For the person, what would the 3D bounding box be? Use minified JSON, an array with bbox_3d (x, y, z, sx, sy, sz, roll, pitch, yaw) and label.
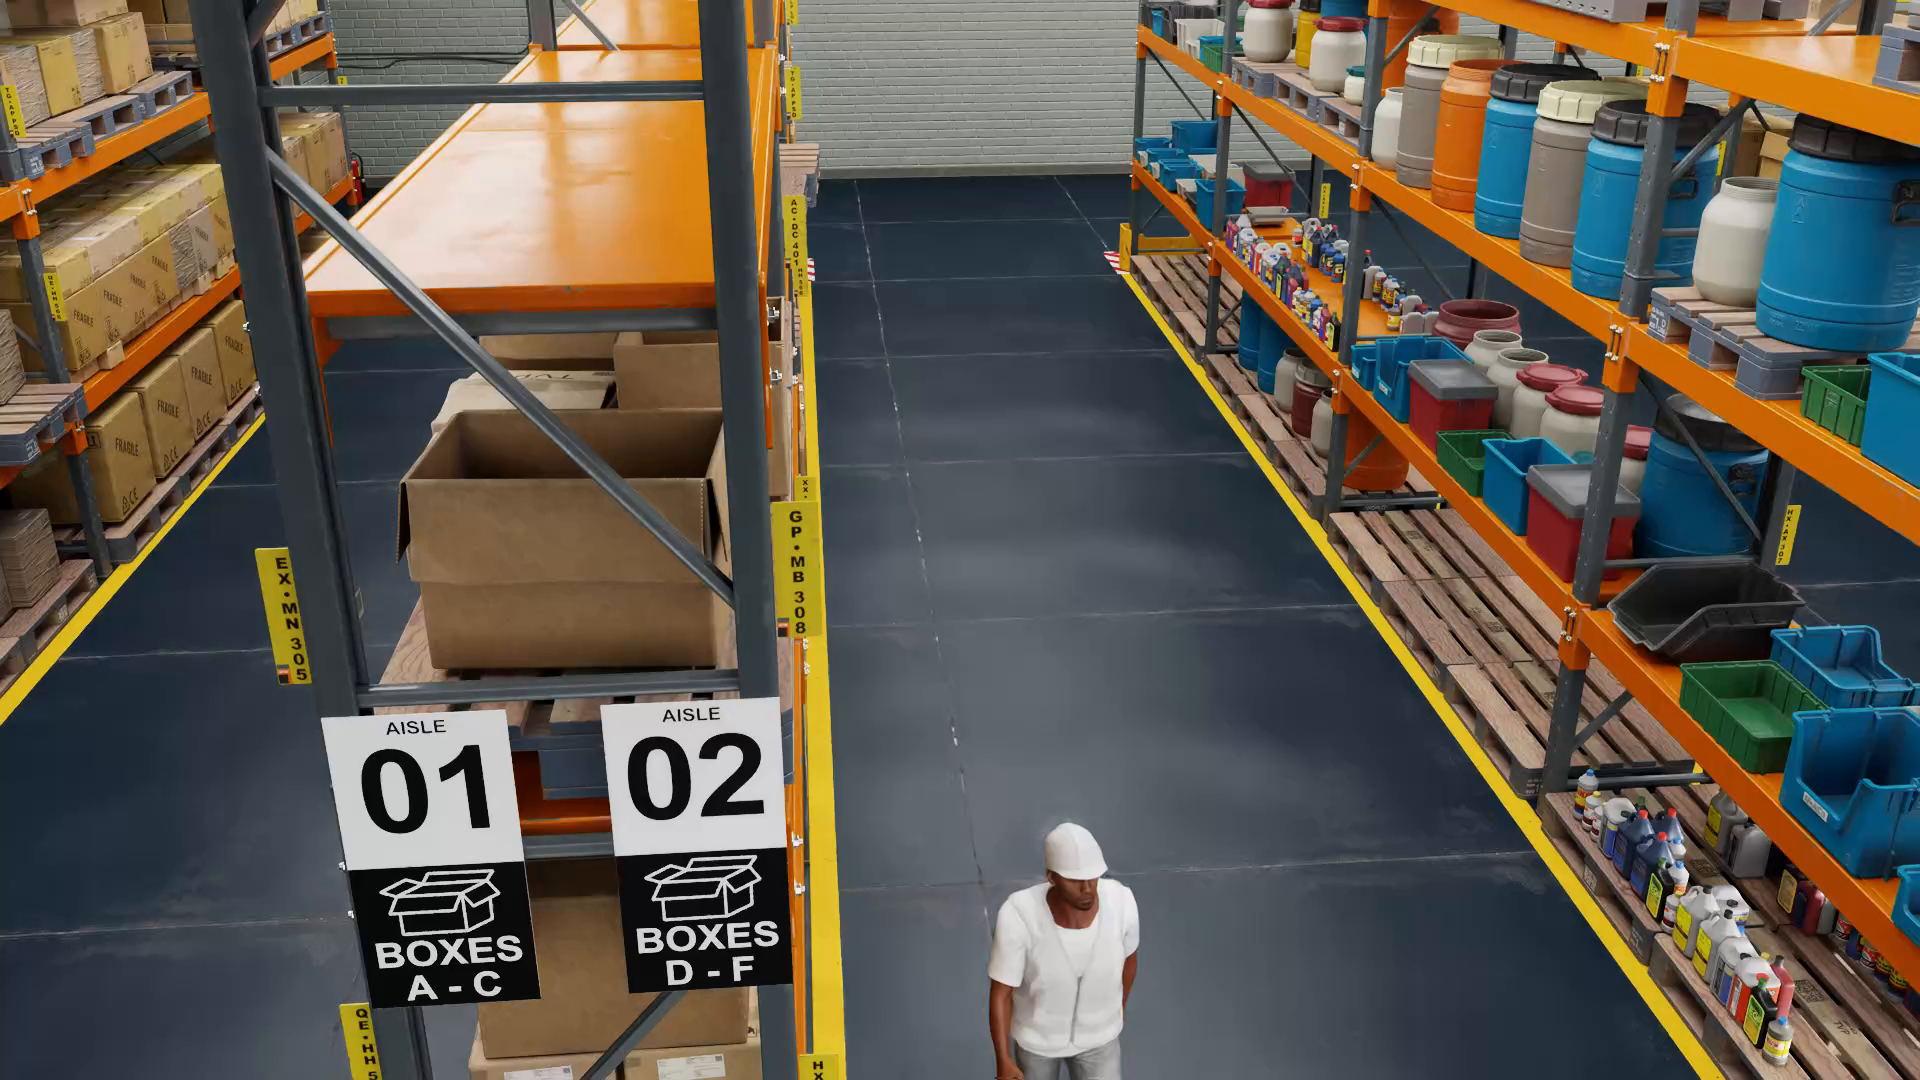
[{"bbox_3d":[0.390,1.823,6.077,0.585,1.706,1.012,-3,24,-6],"label":"person"}]
